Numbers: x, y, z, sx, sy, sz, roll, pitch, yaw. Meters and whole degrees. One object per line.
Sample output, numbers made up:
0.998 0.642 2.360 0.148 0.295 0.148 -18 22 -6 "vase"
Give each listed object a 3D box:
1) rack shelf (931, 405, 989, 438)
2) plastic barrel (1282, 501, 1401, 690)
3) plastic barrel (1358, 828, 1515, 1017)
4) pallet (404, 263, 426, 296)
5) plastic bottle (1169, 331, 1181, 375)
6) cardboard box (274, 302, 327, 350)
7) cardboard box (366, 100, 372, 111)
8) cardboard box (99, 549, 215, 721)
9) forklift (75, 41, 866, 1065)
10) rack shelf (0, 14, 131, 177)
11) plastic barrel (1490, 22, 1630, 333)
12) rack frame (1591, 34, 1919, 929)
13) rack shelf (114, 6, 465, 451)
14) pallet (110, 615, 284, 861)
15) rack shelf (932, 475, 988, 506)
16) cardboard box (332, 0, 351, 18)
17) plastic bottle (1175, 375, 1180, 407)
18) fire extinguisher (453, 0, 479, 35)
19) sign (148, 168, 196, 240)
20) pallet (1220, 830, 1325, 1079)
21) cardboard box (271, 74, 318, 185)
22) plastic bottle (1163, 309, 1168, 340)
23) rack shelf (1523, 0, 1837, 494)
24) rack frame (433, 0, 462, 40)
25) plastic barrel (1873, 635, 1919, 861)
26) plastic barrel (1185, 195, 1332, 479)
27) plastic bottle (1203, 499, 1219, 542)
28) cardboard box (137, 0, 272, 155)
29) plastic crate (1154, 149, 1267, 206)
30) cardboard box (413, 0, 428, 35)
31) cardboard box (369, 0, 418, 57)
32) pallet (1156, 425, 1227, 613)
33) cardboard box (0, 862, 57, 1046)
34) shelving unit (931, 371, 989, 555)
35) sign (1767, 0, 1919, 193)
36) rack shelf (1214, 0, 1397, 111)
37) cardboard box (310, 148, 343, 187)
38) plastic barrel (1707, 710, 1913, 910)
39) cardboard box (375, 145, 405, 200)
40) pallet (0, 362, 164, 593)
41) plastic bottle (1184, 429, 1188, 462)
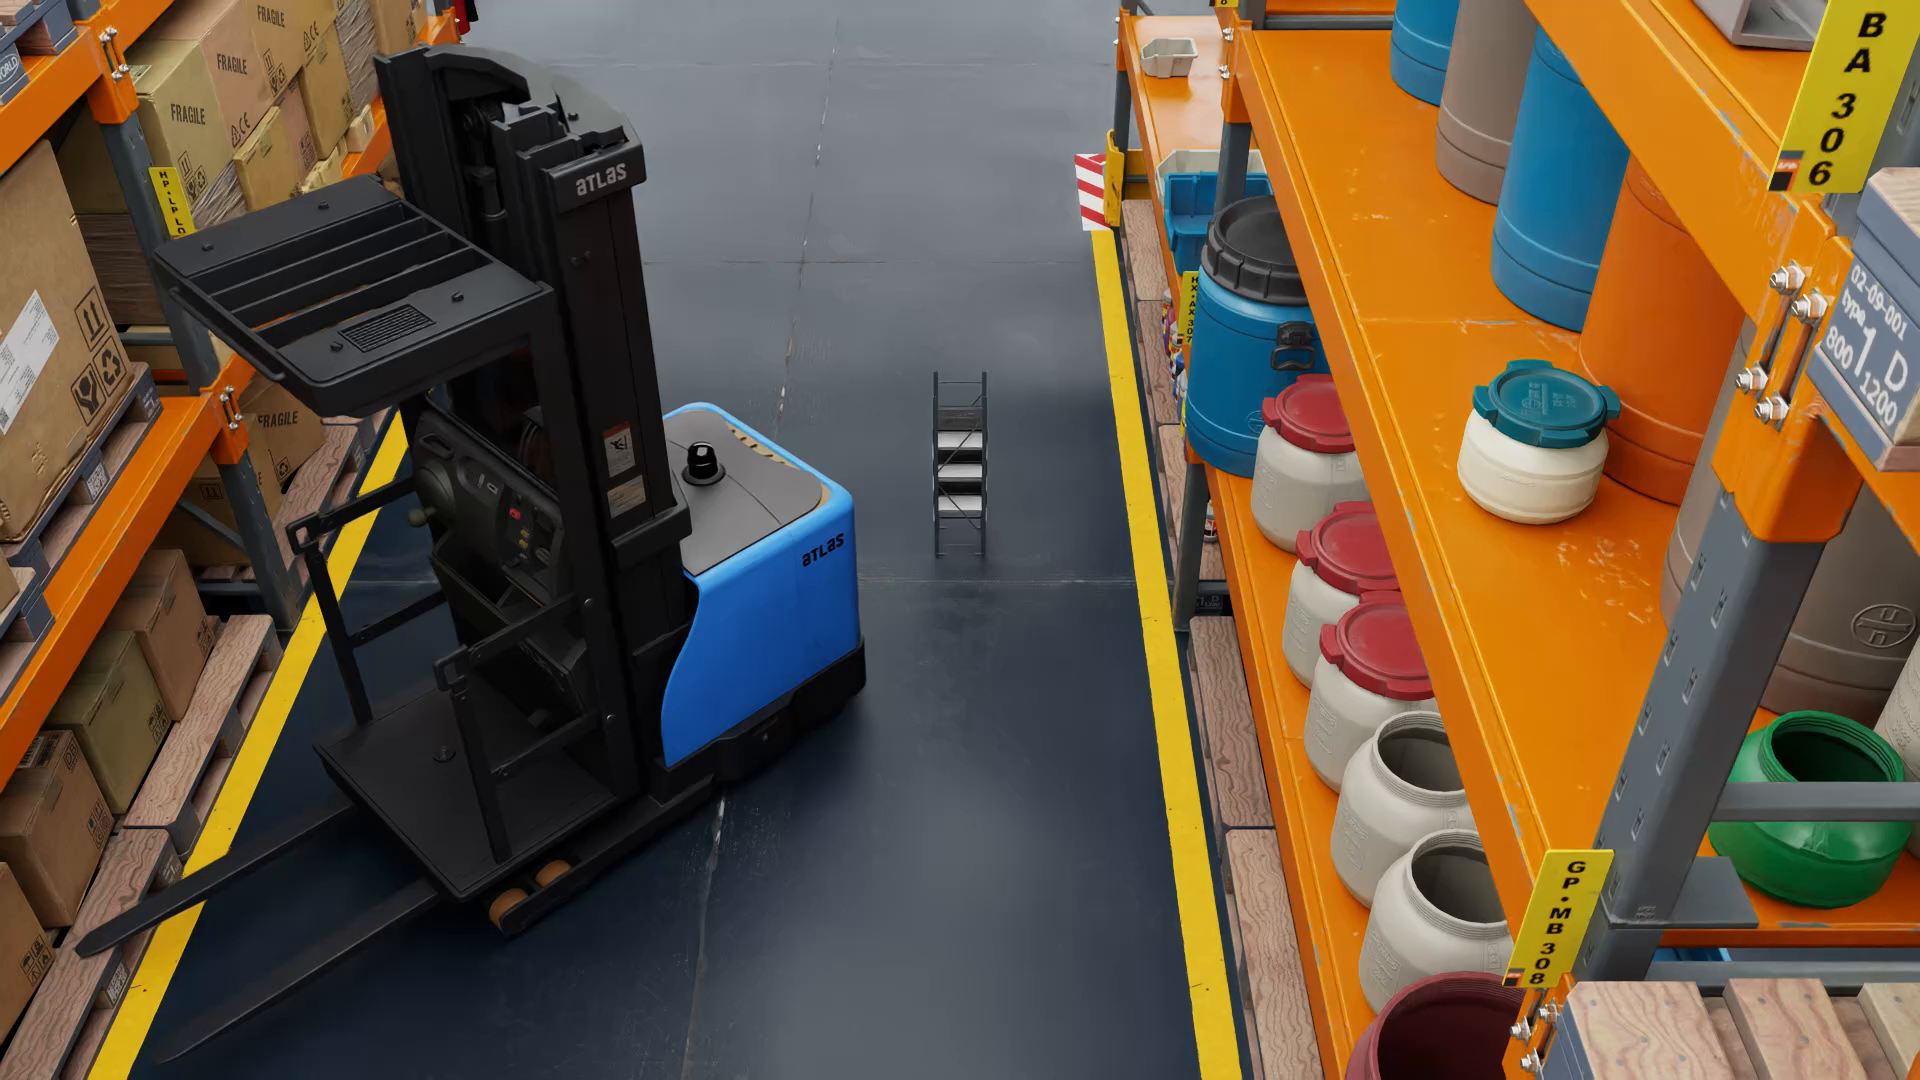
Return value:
0.000 -0.531 7.560 0.258 0.077 0.200 0 39 0 "rack shelf"
1.243 0.213 5.223 0.433 0.535 0.433 0 39 0 "plastic barrel"
1.250 1.023 4.231 0.421 0.512 0.421 0 39 0 "plastic barrel"
-3.531 -1.646 9.880 1.003 0.211 1.213 0 39 0 "pallet"
1.147 -0.989 8.661 0.097 0.271 0.097 0 39 0 "plastic bottle"
-3.540 -0.973 8.474 0.500 0.500 0.500 -3 39 -4 "cardboard box"
-3.273 -2.232 8.582 0.380 0.149 0.250 0 39 0 "cardboard box"
-3.513 0.400 6.745 0.700 0.500 0.500 -3 39 -4 "cardboard box"
-1.805 -0.052 5.717 3.031 2.935 1.130 -32 48 -33 "forklift"
-3.490 -0.427 4.306 1.077 0.370 4.000 0 39 0 "rack shelf"
1.680 -1.022 4.072 0.600 0.901 0.708 0 39 0 "plastic barrel"
1.465 -0.631 1.587 1.000 3.000 0.127 0 39 0 "rack frame"
-3.495 -1.758 8.366 1.077 0.370 4.000 0 39 0 "rack shelf"
-3.490 0.787 6.845 1.003 0.211 1.213 0 39 0 "pallet"
0.000 -0.250 7.785 0.258 0.077 0.200 0 39 0 "rack shelf"
-3.245 -2.866 8.055 0.500 0.500 0.500 0 39 0 "cardboard box"
1.147 -0.771 8.445 0.097 0.201 0.097 0 39 0 "plastic bottle"
-3.036 -3.331 9.815 0.296 0.674 0.183 0 39 0 "fire extinguisher"
-2.937 -1.242 6.221 0.100 0.325 0.005 0 39 0 "sign"
1.504 1.553 5.889 1.003 0.211 1.213 0 39 0 "pallet"
-3.498 -1.850 7.587 0.875 0.500 0.500 0 39 0 "cardboard box"
1.146 -1.174 8.948 0.097 0.201 0.097 0 39 0 "plastic bottle"
1.463 -1.445 3.498 1.077 0.370 4.000 0 39 0 "rack shelf"
-3.497 -3.289 9.702 1.000 3.000 0.127 0 39 0 "rack frame"
1.771 0.301 2.733 0.421 0.512 0.421 0 39 0 "plastic barrel"
1.158 -0.745 6.126 0.600 0.901 0.708 0 39 0 "plastic barrel"
1.148 -0.098 7.605 0.097 0.201 0.097 0 39 0 "plastic bottle"
-3.241 -1.927 6.885 0.500 0.500 0.500 0 39 0 "cardboard box"
1.205 -1.704 7.934 0.530 0.136 0.437 0 39 0 "plastic crate"
-3.290 -3.013 9.558 0.380 0.149 0.250 0 39 0 "cardboard box"
-3.403 -2.788 8.758 0.875 0.500 0.500 0 39 0 "cardboard box"
1.501 -0.123 7.981 1.003 0.211 1.213 0 39 0 "pallet"
-3.530 1.397 5.501 0.700 0.500 0.500 3 39 4 "cardboard box"
0.000 -0.346 7.708 0.258 0.900 0.210 0 39 0 "shelving unit"
0.915 -0.500 1.682 0.100 0.325 0.005 0 39 0 "sign"
1.458 -2.932 7.432 1.077 0.370 4.000 0 39 0 "rack shelf"
-3.207 -1.763 7.997 0.380 0.149 0.250 0 39 0 "cardboard box"
1.414 0.446 2.766 0.294 0.245 0.294 0 39 0 "plastic barrel"
-3.513 -2.087 9.865 0.500 0.500 0.500 7 39 8 "cardboard box"
-3.637 -0.235 6.044 1.003 0.211 1.213 0 39 0 "pallet"
1.129 -0.528 8.076 0.061 0.283 0.133 2 39 3 "plastic bottle"
